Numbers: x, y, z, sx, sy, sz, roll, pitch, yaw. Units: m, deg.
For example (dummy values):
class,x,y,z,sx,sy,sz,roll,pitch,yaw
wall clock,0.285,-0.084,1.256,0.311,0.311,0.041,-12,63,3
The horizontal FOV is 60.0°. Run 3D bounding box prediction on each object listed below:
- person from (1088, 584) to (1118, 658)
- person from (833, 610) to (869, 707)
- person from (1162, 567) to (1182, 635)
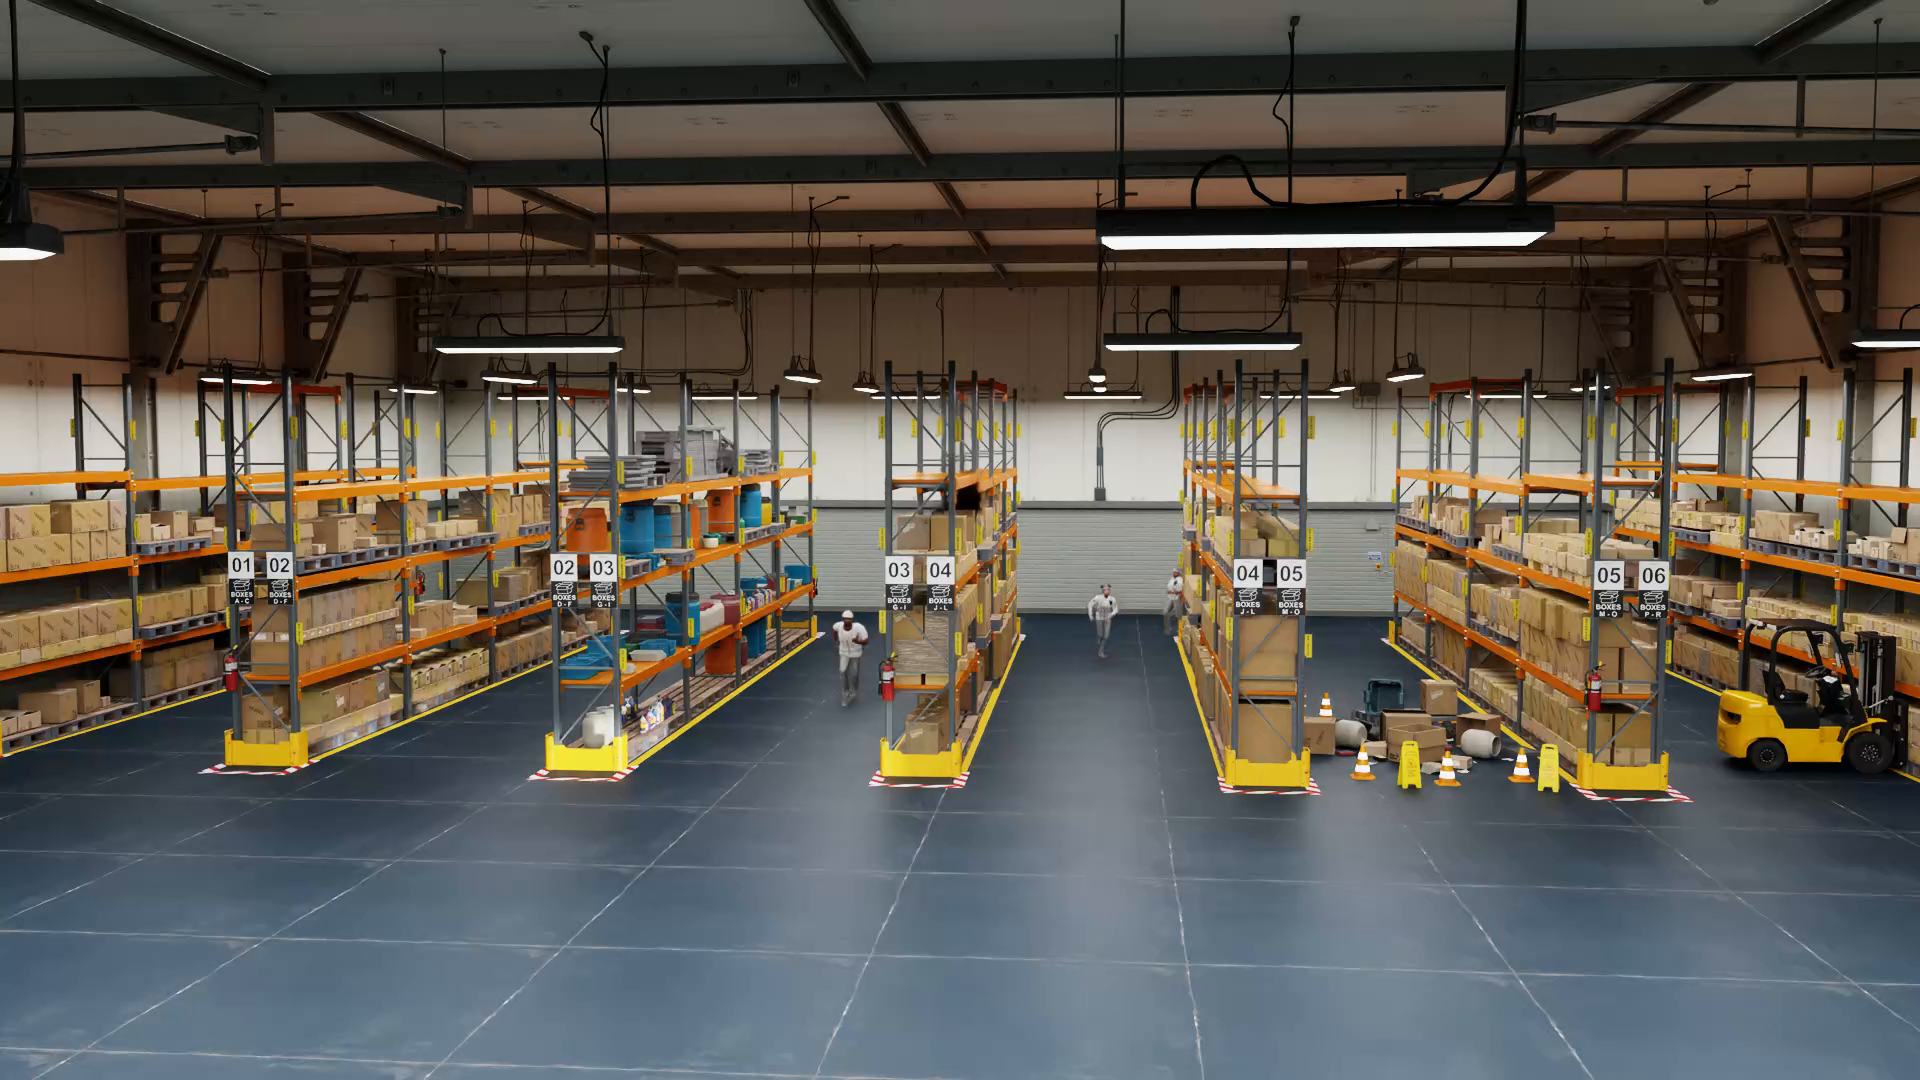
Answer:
class,x,y,z,sx,sy,sz,roll,pitch,yaw
person,3.174,1.782,36.769,0.653,1.648,0.635,0,4,-1
person,-2.000,2.144,30.472,0.690,1.771,0.961,0,4,2
person,5.319,1.508,40.784,0.720,1.744,0.561,-3,5,-40
